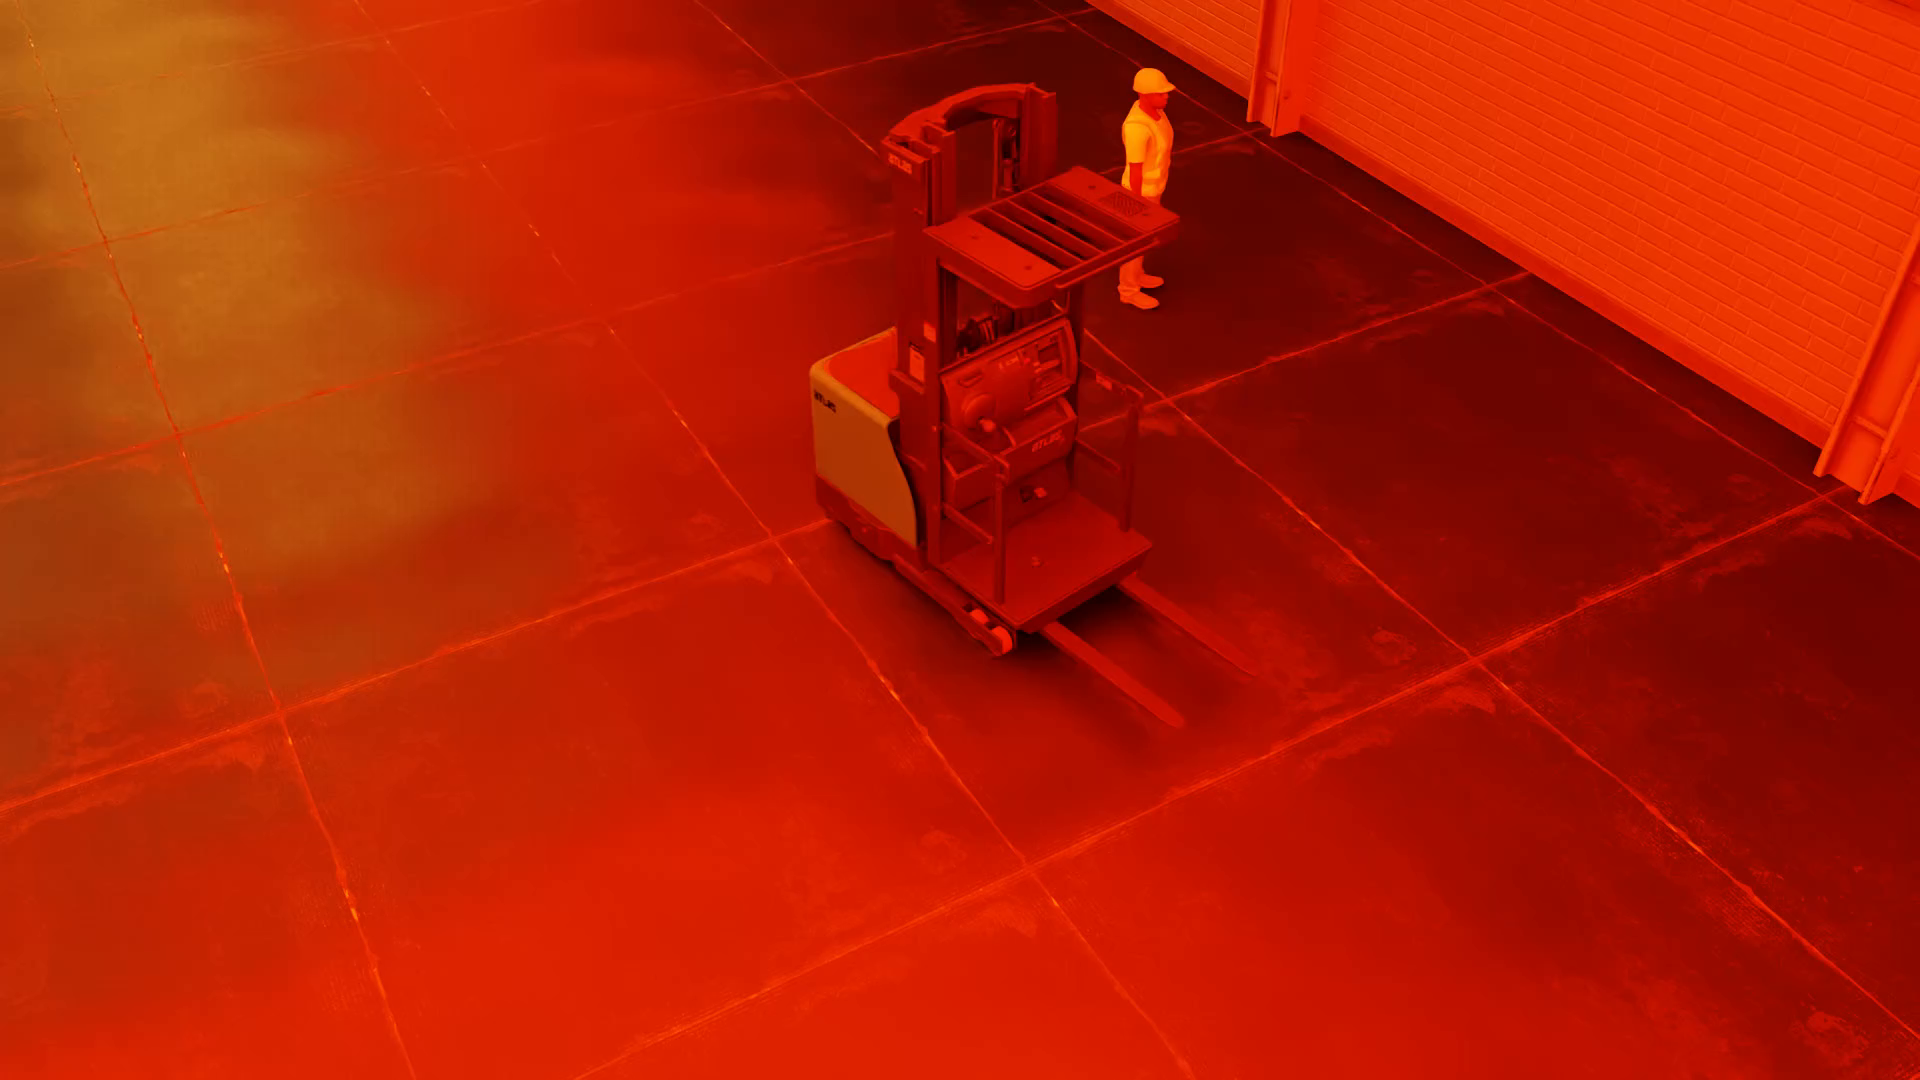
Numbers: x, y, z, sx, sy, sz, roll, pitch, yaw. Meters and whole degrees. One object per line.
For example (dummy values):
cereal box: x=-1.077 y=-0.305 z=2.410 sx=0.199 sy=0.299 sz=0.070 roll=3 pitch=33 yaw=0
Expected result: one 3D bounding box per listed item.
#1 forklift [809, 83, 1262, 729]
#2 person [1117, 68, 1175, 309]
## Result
forklift: x=0.421 y=-0.833 z=9.041 sx=1.130 sy=2.935 sz=3.031 roll=-29 pitch=48 yaw=-30
person: x=1.351 y=-2.562 z=12.036 sx=0.370 sy=1.771 sz=0.564 roll=10 pitch=41 yaw=11
